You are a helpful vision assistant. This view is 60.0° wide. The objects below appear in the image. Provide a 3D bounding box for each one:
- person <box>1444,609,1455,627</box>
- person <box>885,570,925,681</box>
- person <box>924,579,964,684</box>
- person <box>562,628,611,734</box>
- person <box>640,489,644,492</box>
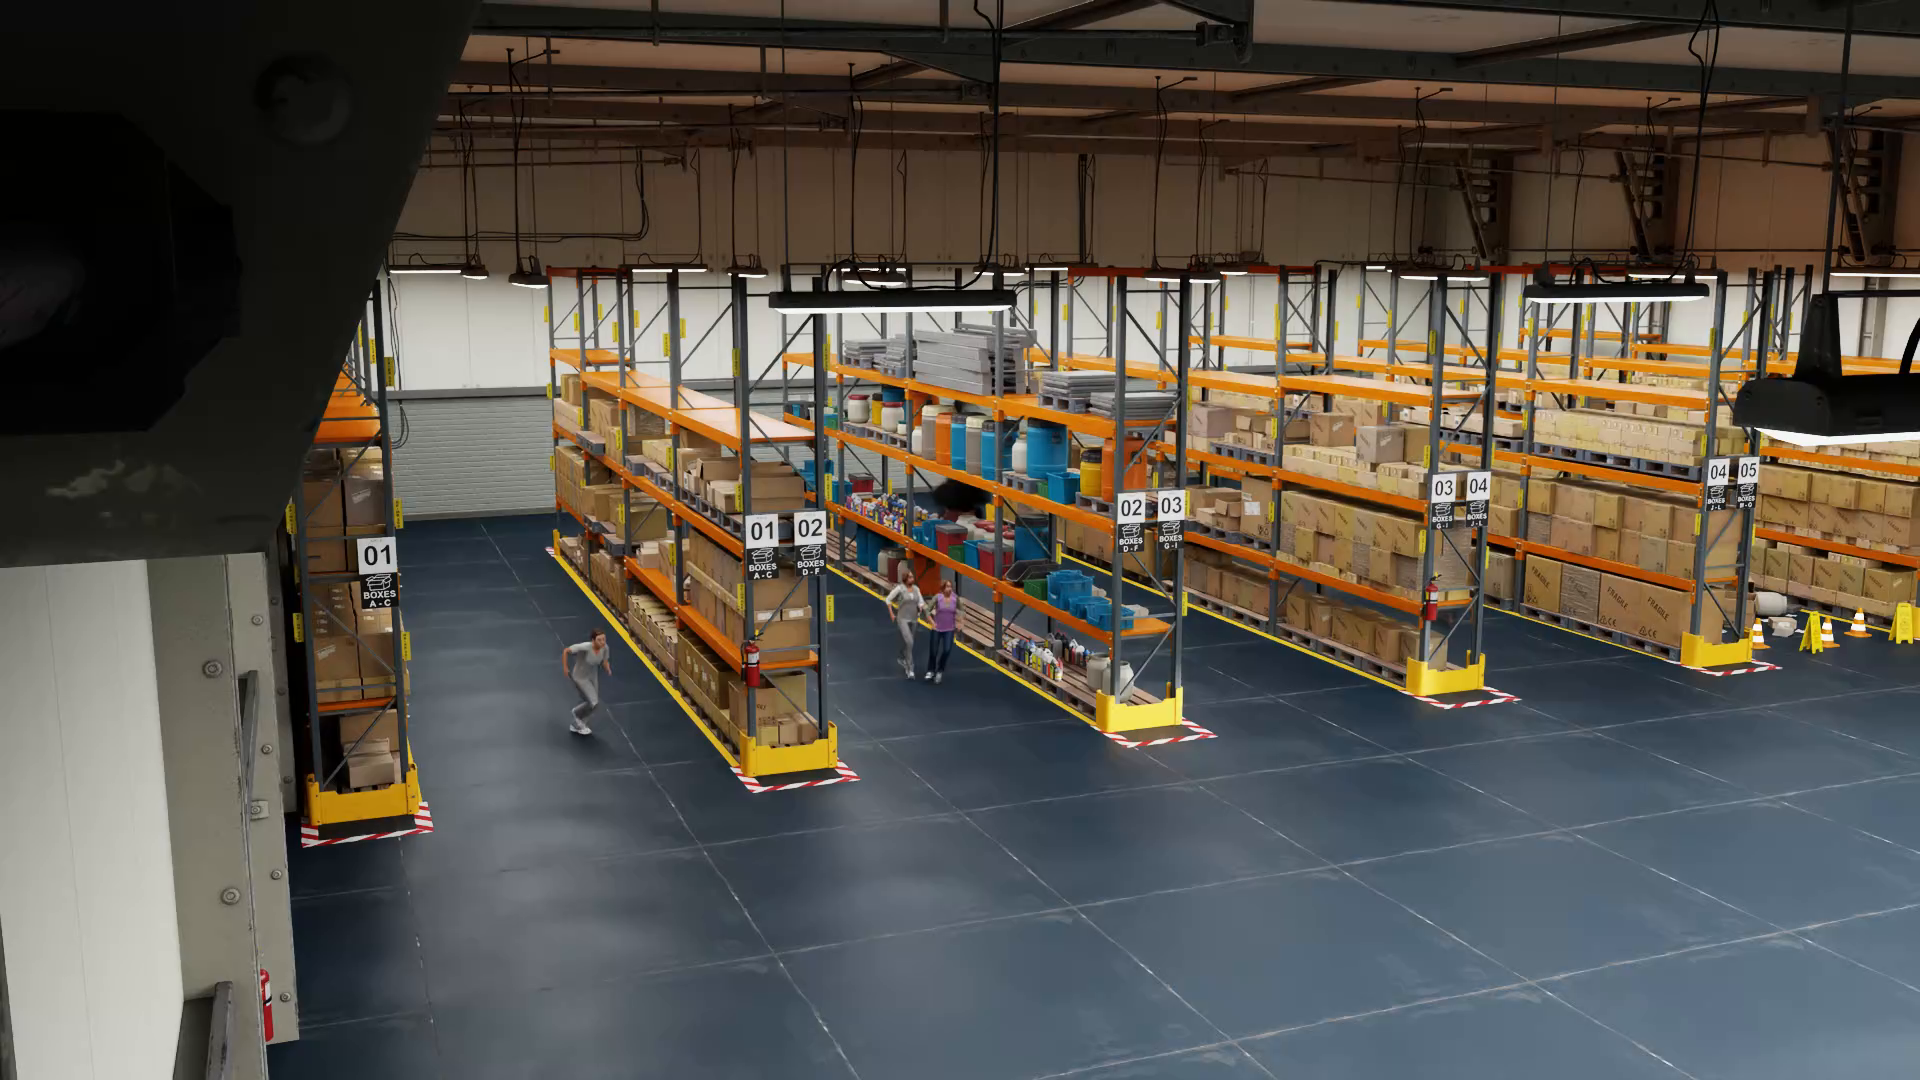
[{"bbox_3d":[8.314,0.590,28.626,0.529,1.696,1.038,-4,11,-23],"label":"person"},{"bbox_3d":[-0.798,1.245,24.943,0.547,1.639,0.705,-6,12,-32],"label":"person"},{"bbox_3d":[-0.229,1.337,24.483,0.598,1.560,0.574,-1,10,-3],"label":"person"},{"bbox_3d":[-4.873,1.854,21.710,0.819,1.503,0.590,8,13,40],"label":"person"},{"bbox_3d":[-6.813,-0.777,36.082,1.081,1.712,0.772,4,11,23],"label":"person"}]
